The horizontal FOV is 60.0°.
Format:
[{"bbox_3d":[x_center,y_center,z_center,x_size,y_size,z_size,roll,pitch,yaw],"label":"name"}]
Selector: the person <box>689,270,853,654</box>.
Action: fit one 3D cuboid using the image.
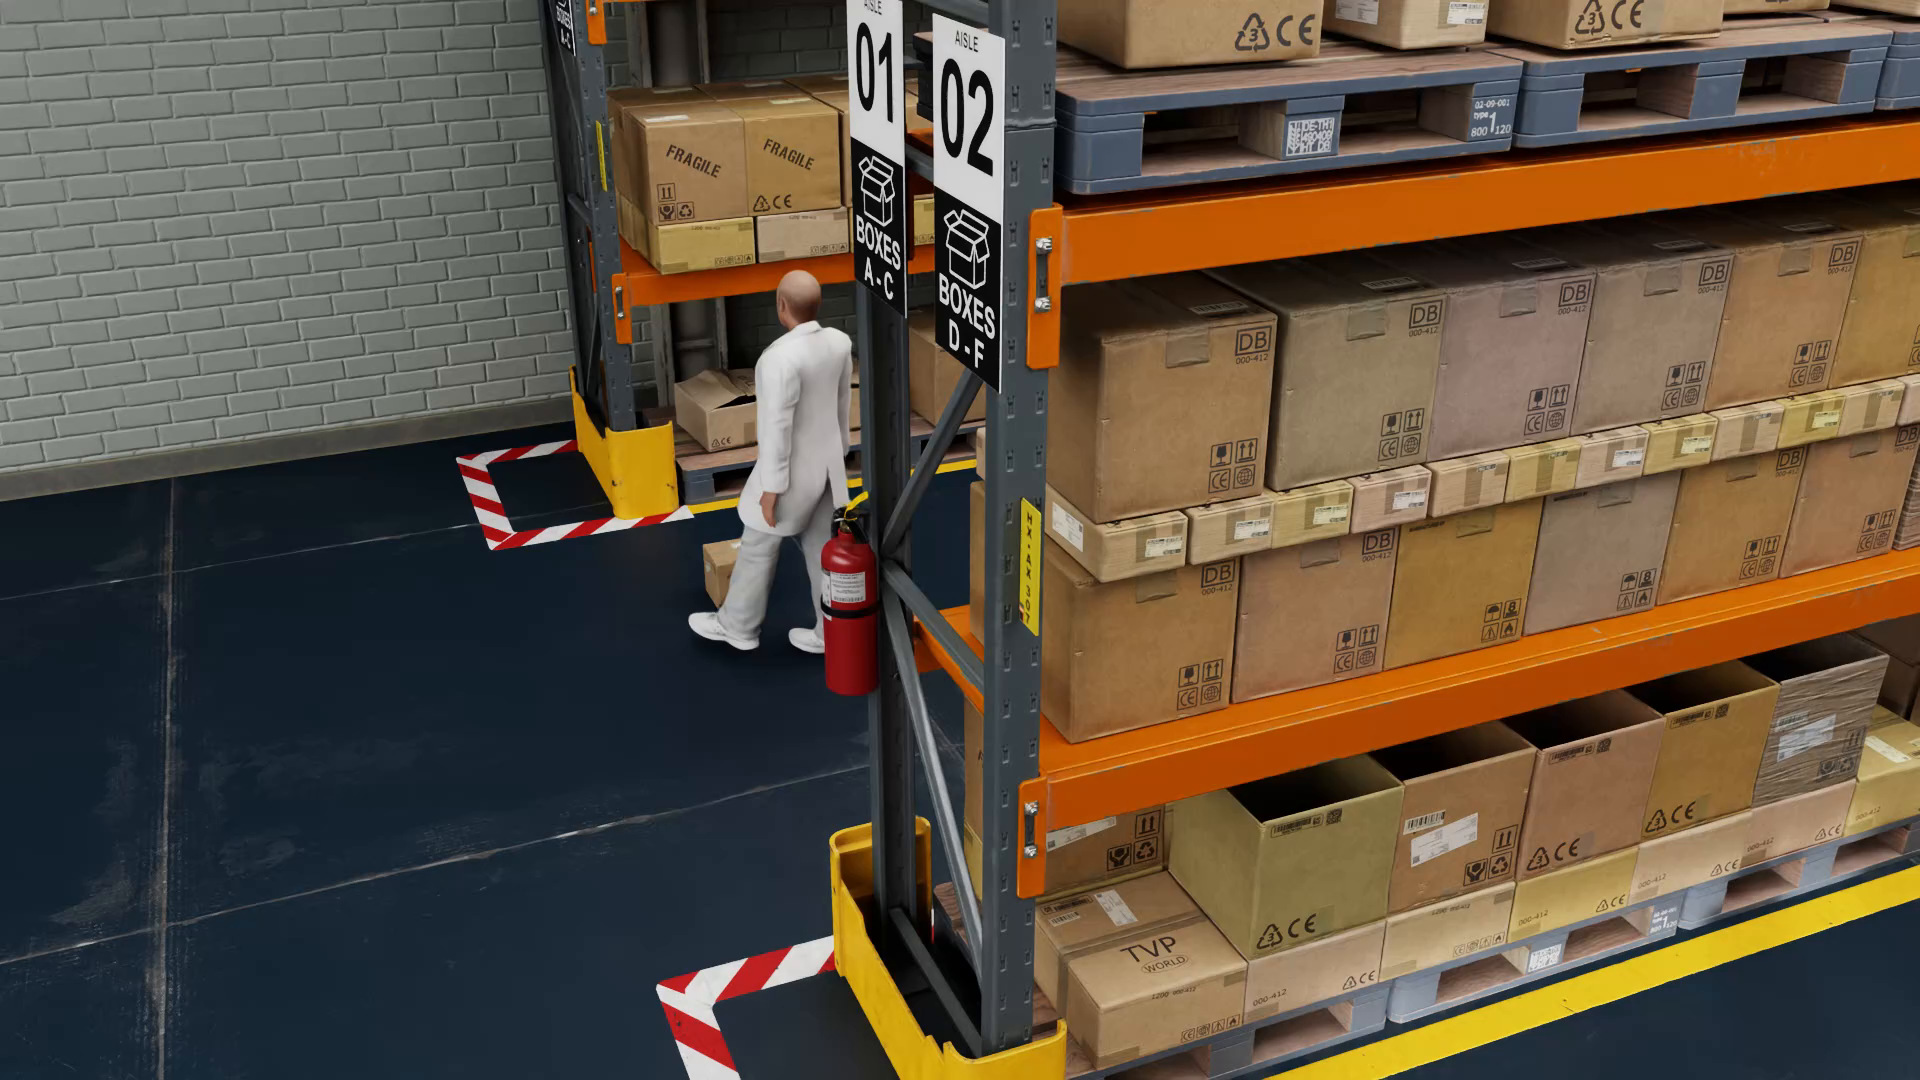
[{"bbox_3d":[-0.797,-0.337,7.302,0.792,1.762,0.636,17,31,32],"label":"person"}]
